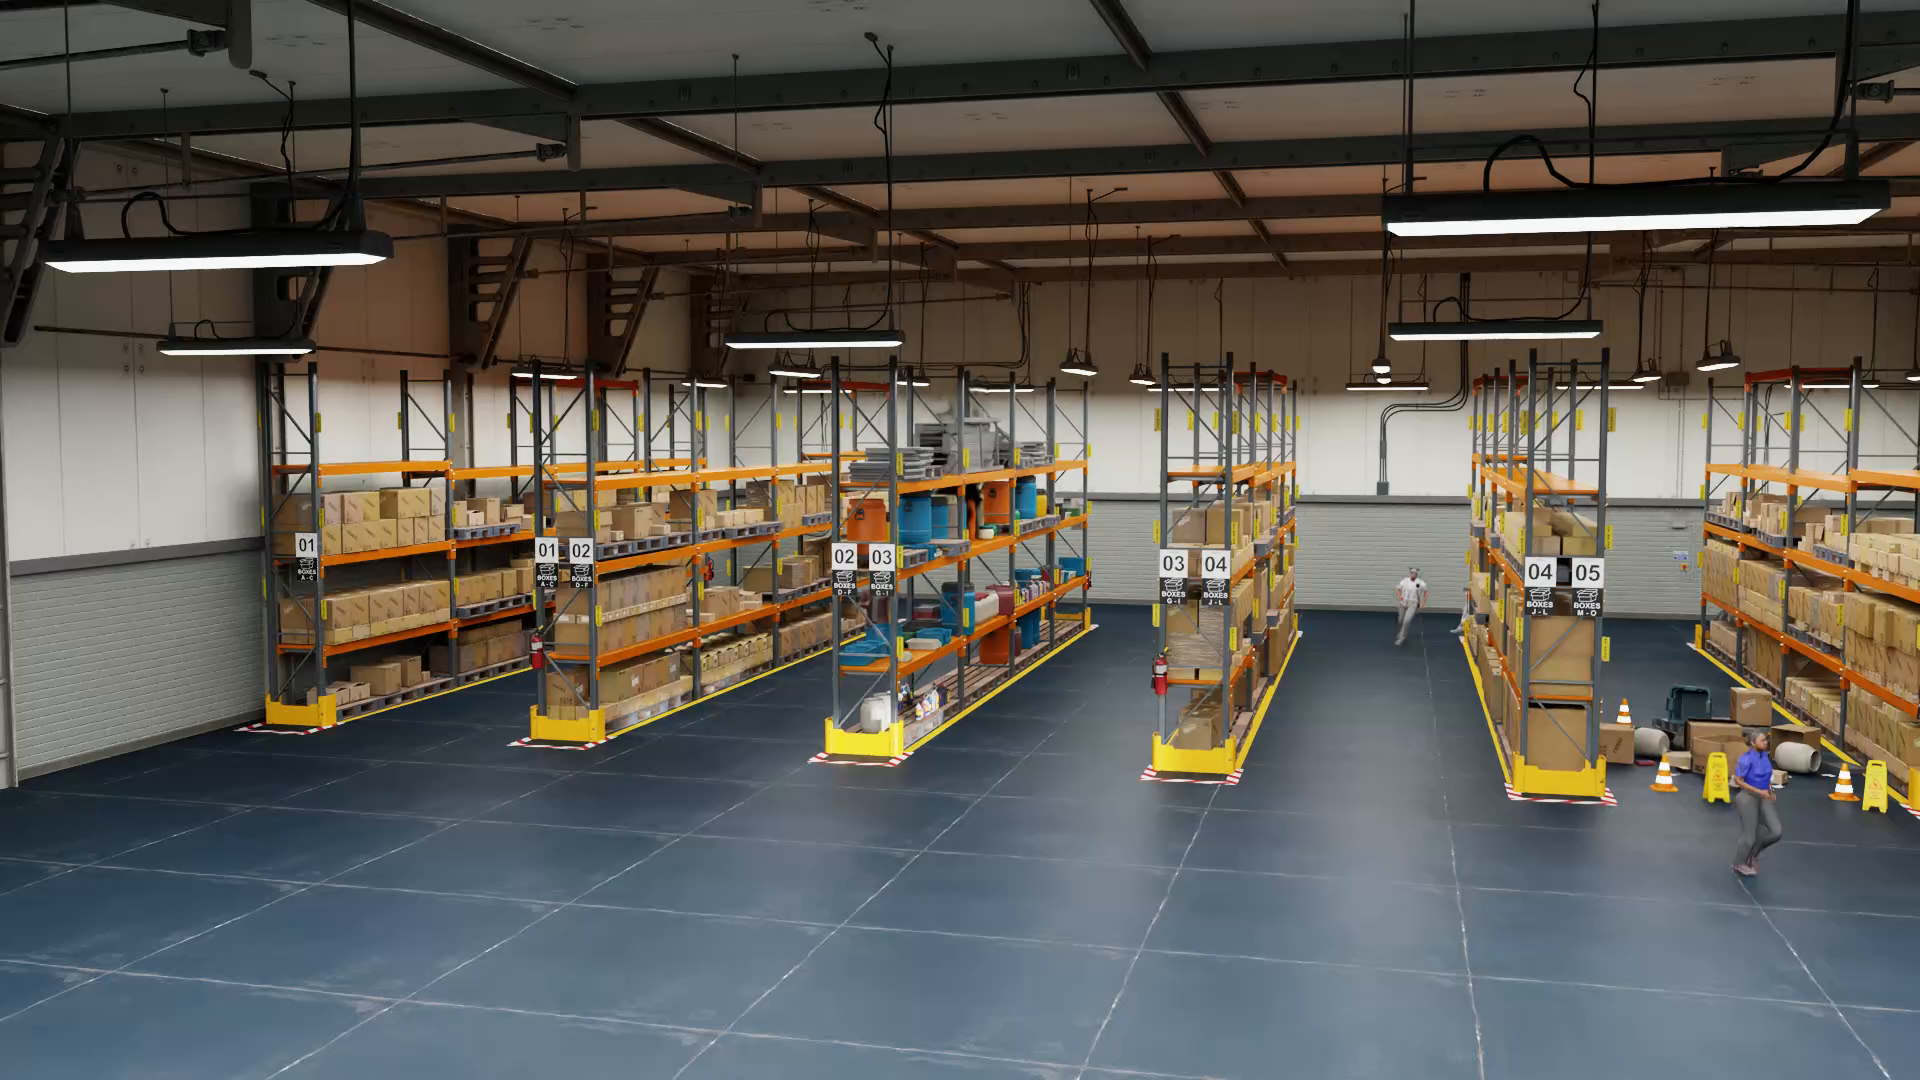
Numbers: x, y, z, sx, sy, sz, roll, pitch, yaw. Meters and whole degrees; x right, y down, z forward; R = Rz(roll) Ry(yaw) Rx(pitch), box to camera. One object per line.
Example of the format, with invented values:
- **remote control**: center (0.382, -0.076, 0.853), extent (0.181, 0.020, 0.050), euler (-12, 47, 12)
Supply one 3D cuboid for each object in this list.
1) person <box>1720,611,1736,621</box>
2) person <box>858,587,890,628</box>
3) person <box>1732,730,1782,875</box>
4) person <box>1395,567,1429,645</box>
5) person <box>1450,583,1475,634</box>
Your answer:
- **person**: center (17.671, 1.537, 38.048), extent (0.559, 1.547, 0.754), euler (3, 5, 37)
- **person**: center (-1.600, 1.568, 31.820), extent (0.684, 1.841, 0.888), euler (1, 4, 15)
- **person**: center (8.795, 2.905, 18.326), extent (0.589, 1.609, 0.573), euler (-2, 4, -26)
- **person**: center (10.192, 1.473, 37.672), extent (0.739, 1.749, 0.972), euler (2, 5, 30)
- **person**: center (12.094, 1.348, 39.110), extent (1.035, 1.738, 0.714), euler (0, 4, -1)
